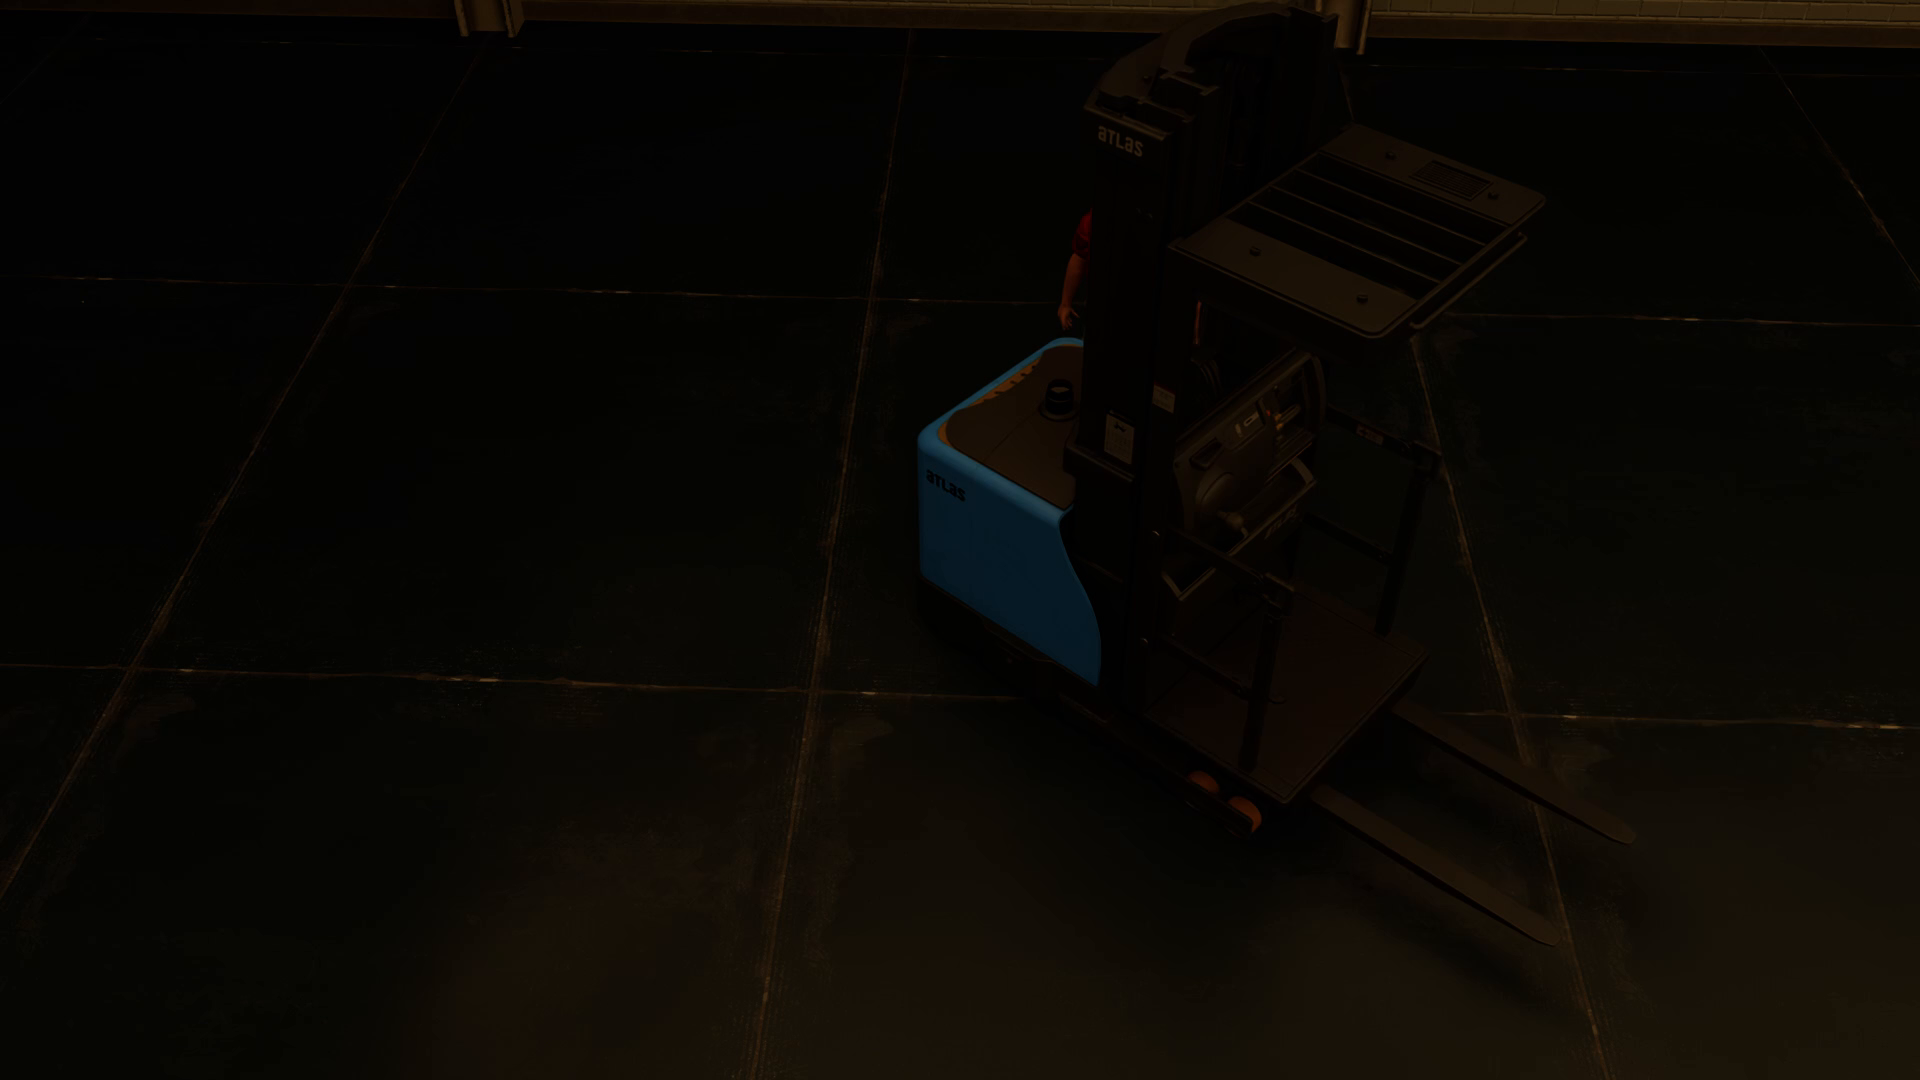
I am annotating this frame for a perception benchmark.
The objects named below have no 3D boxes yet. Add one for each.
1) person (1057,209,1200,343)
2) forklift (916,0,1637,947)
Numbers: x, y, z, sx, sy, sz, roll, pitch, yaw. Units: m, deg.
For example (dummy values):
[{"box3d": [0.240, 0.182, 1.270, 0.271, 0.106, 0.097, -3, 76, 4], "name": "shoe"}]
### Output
[{"box3d": [0.802, -0.975, 7.725, 0.818, 1.703, 0.393, 18, 45, 19], "name": "person"}, {"box3d": [1.239, -0.303, 6.074, 3.031, 2.935, 1.130, 31, 51, 30], "name": "forklift"}]
